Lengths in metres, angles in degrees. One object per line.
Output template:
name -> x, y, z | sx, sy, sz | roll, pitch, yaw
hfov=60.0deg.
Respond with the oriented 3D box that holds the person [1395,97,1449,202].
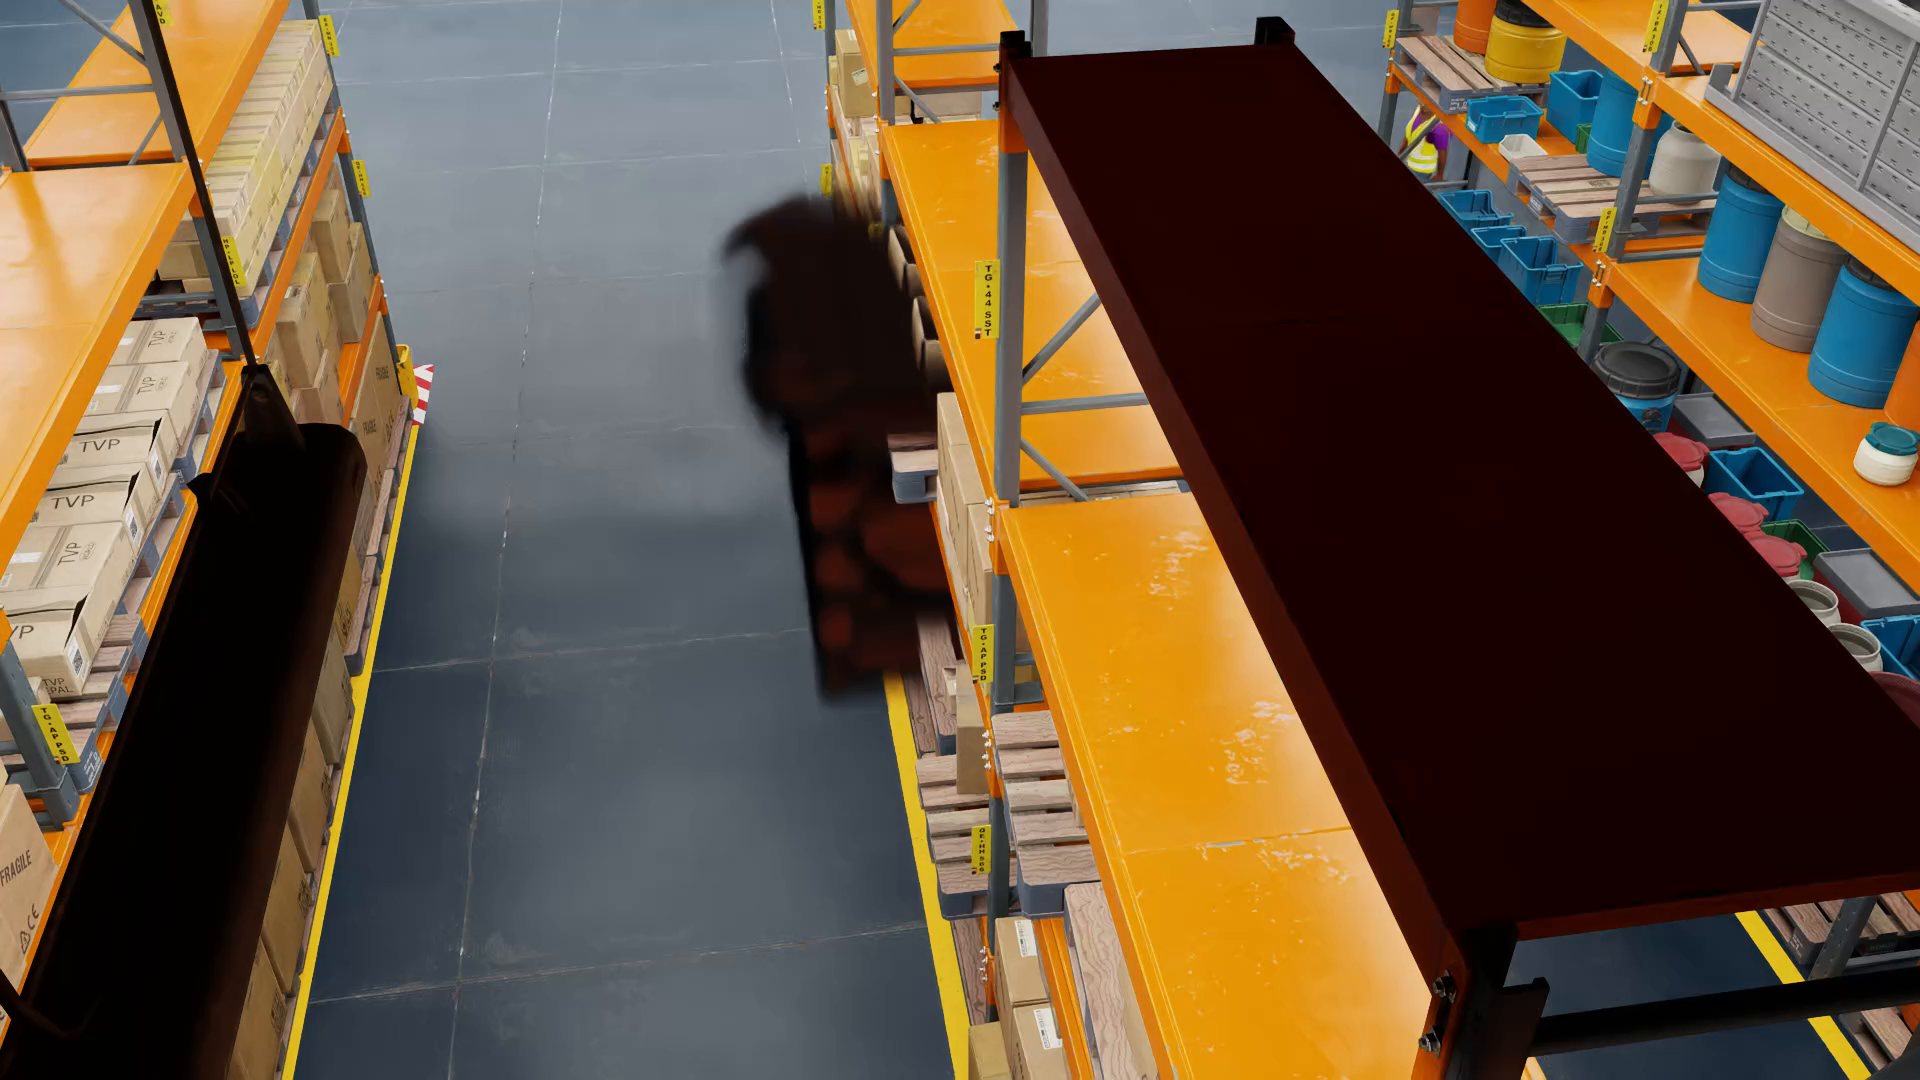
person -> 4.830, -3.931, 17.365 | 1.000, 1.726, 0.495 | 8, 37, 11
